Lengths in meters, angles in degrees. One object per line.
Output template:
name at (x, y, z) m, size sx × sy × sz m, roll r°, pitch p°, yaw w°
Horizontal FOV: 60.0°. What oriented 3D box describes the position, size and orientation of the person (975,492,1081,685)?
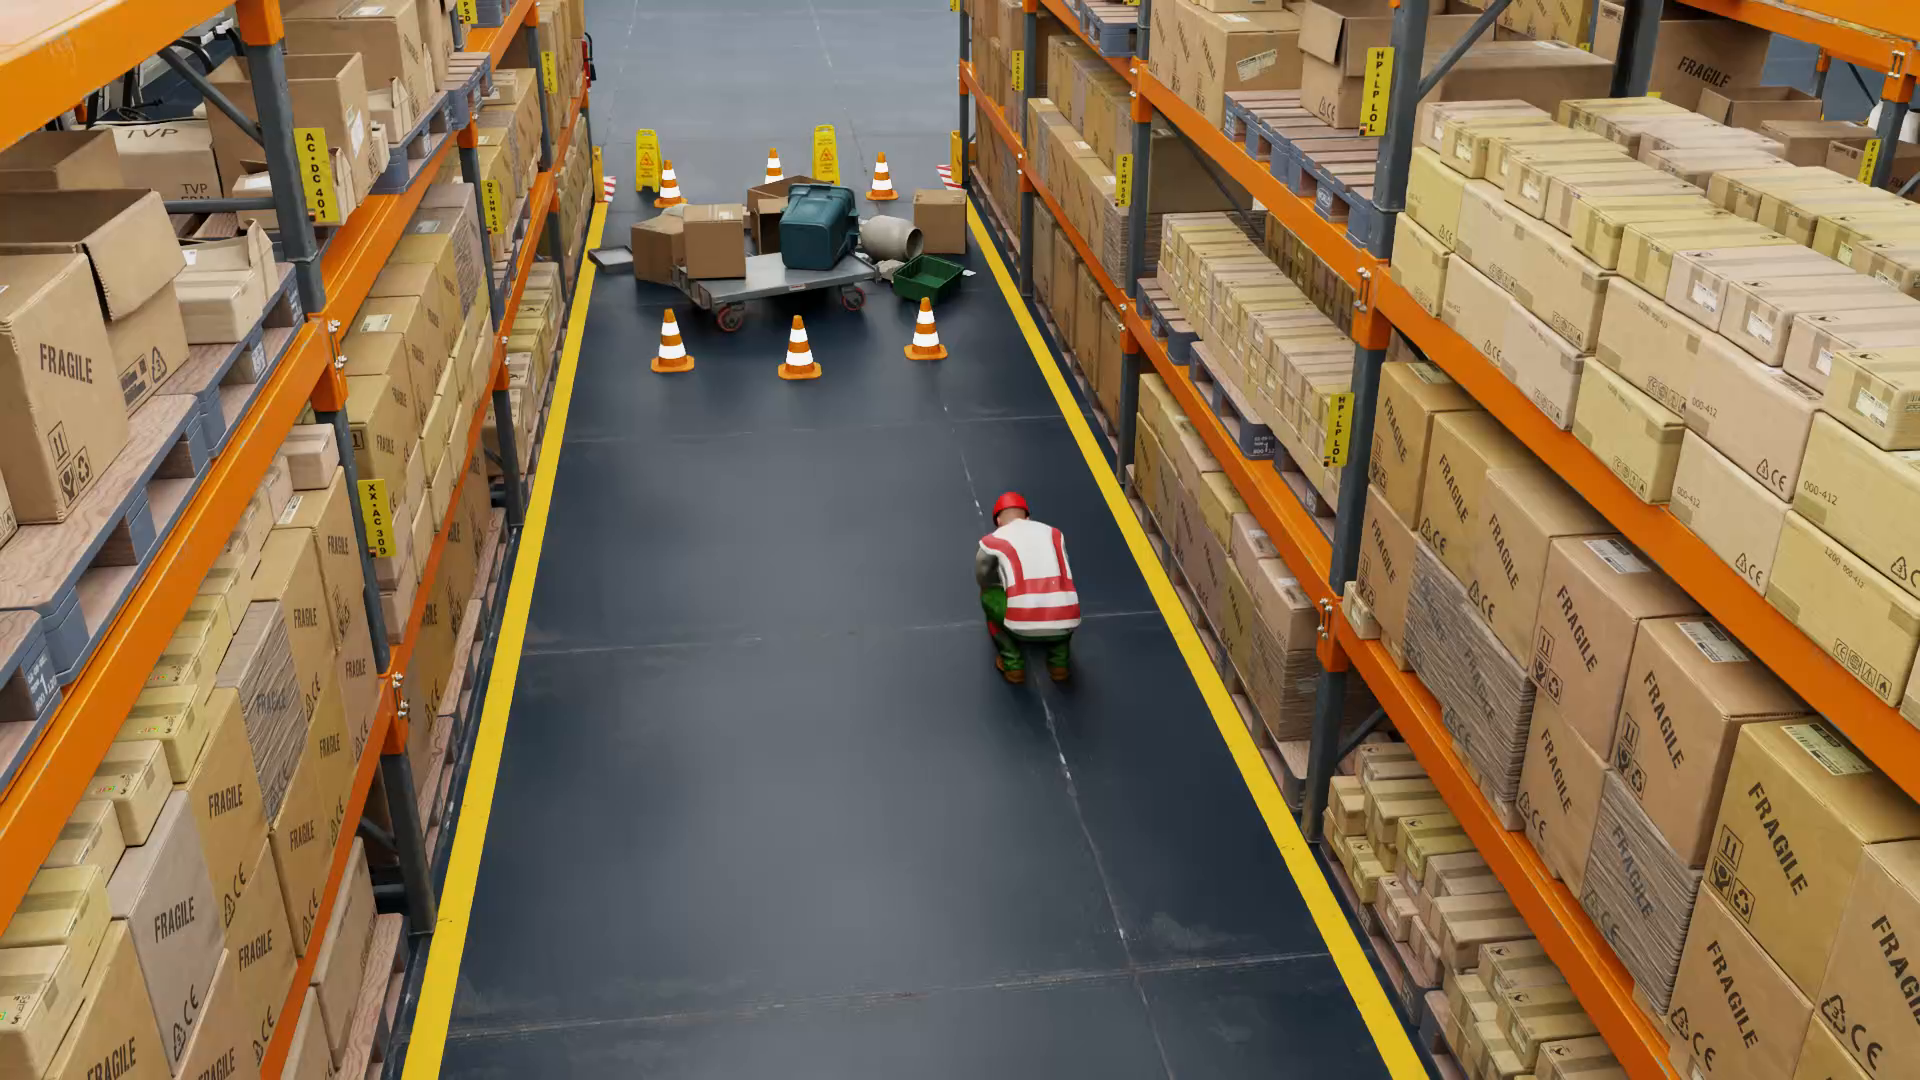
person at (0.372, 0.281, 9.093) m, size 0.560 × 0.876 × 0.892 m, roll -3°, pitch 27°, yaw -7°
